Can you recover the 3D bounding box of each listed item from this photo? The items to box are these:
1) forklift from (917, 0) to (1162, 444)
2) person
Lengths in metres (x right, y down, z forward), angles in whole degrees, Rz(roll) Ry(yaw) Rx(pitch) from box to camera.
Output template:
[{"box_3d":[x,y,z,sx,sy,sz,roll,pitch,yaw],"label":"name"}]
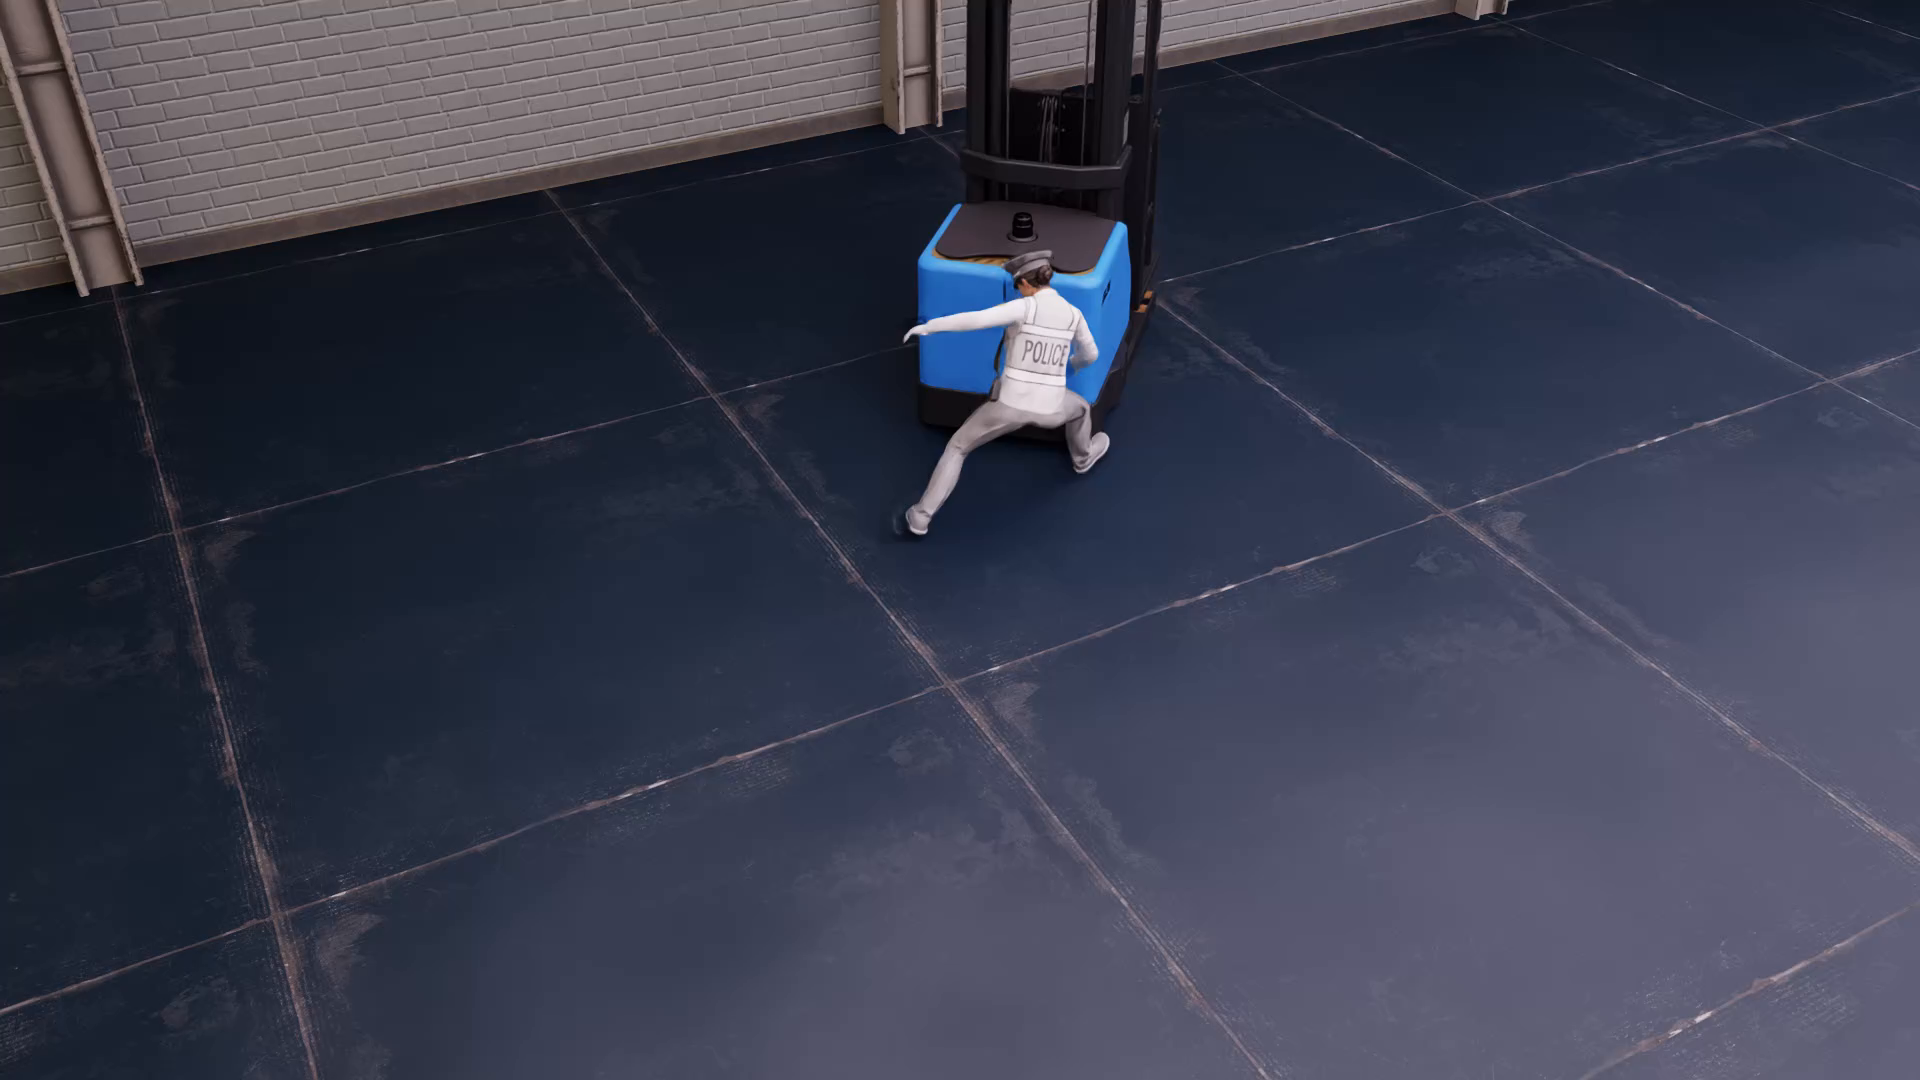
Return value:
[{"box_3d":[0.640,-2.577,9.768,1.130,2.935,3.031,9,36,13],"label":"forklift"},{"box_3d":[0.282,-0.799,8.603,1.238,1.390,0.710,-7,36,-9],"label":"person"}]
